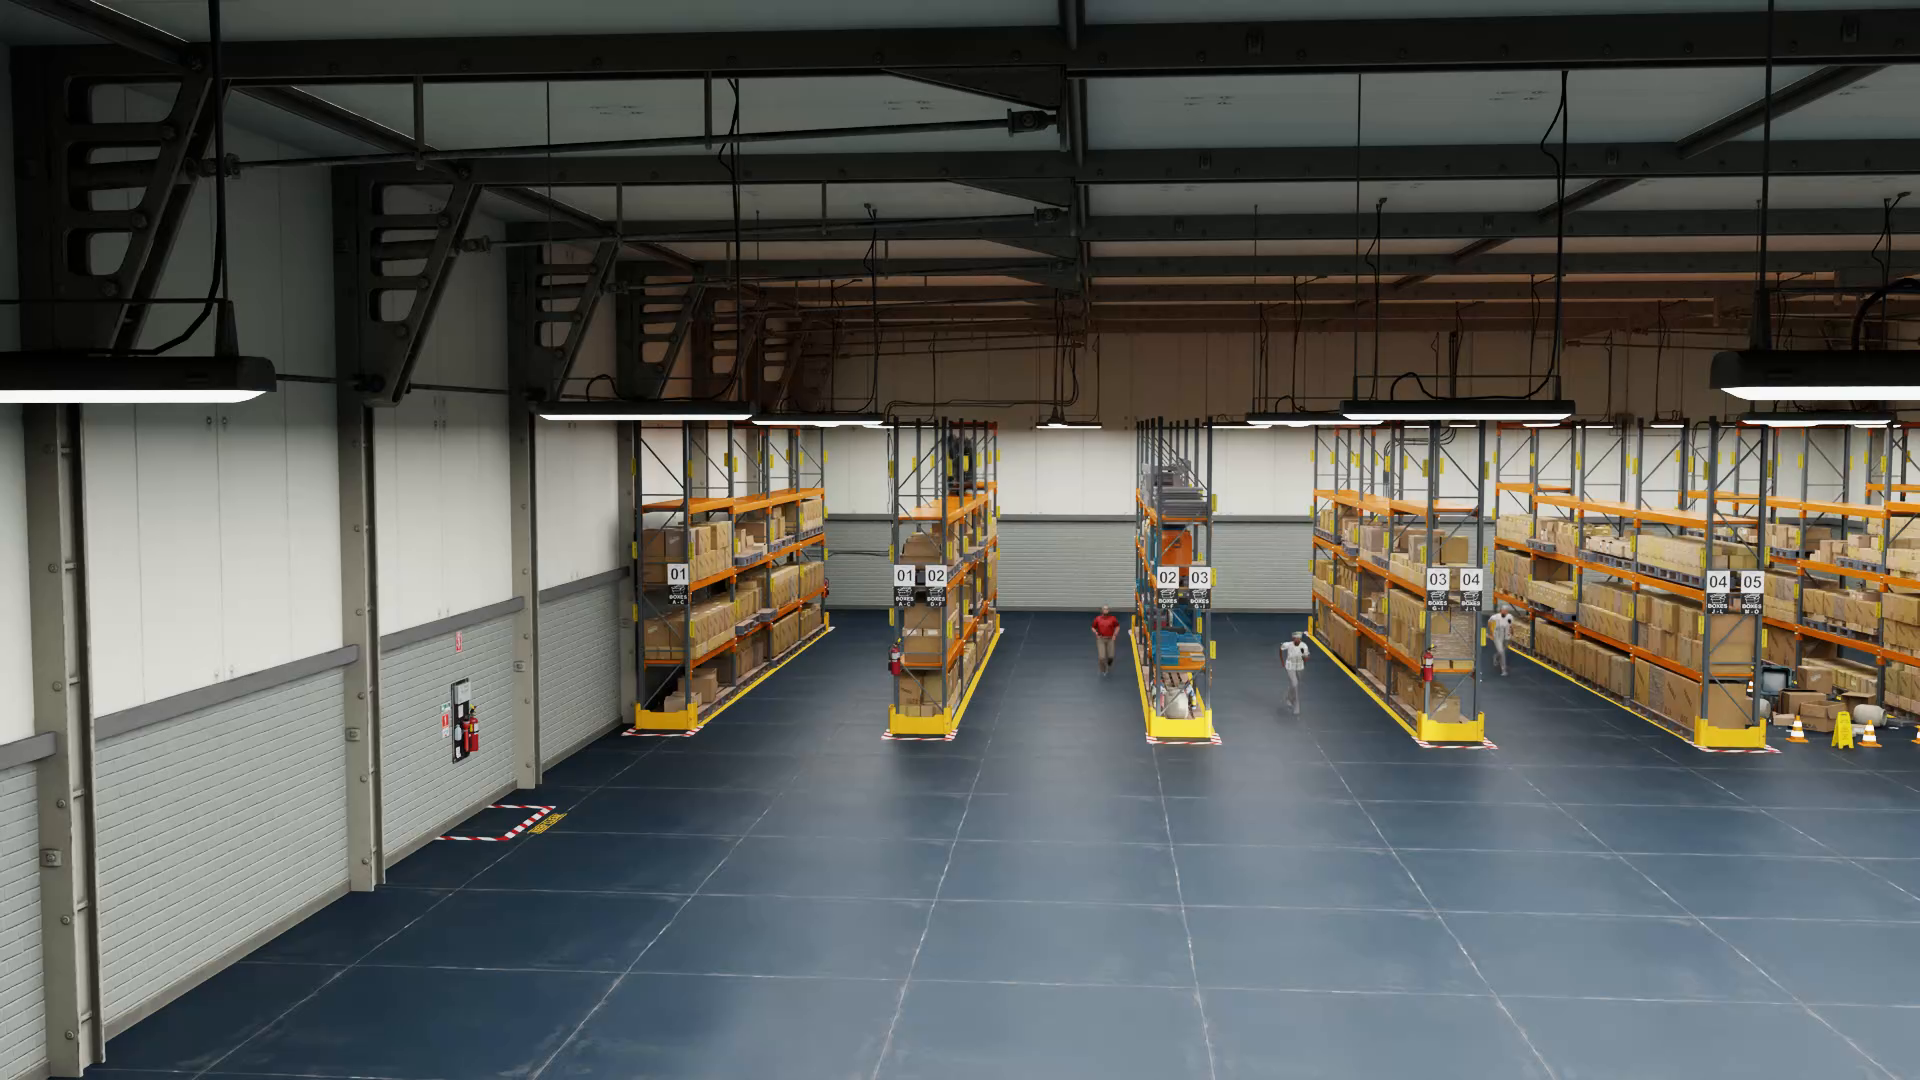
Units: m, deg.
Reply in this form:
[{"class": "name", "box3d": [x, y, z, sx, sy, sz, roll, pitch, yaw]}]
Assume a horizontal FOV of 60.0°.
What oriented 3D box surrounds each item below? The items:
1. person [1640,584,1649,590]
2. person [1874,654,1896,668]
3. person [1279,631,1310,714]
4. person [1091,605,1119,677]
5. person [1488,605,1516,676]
[{"class": "person", "box3d": [19.284, 1.822, 47.010, 0.726, 1.711, 0.532, 0, 4, -2]}, {"class": "person", "box3d": [21.203, 2.347, 38.057, 0.681, 1.807, 0.985, 0, 4, 0]}, {"class": "person", "box3d": [6.835, 2.681, 34.105, 0.576, 1.699, 0.943, -1, 4, -10]}, {"class": "person", "box3d": [3.387, 2.355, 38.690, 0.658, 1.676, 0.619, 0, 4, 3]}, {"class": "person", "box3d": [12.814, 2.350, 39.377, 0.609, 1.661, 1.063, 0, 4, -2]}]
